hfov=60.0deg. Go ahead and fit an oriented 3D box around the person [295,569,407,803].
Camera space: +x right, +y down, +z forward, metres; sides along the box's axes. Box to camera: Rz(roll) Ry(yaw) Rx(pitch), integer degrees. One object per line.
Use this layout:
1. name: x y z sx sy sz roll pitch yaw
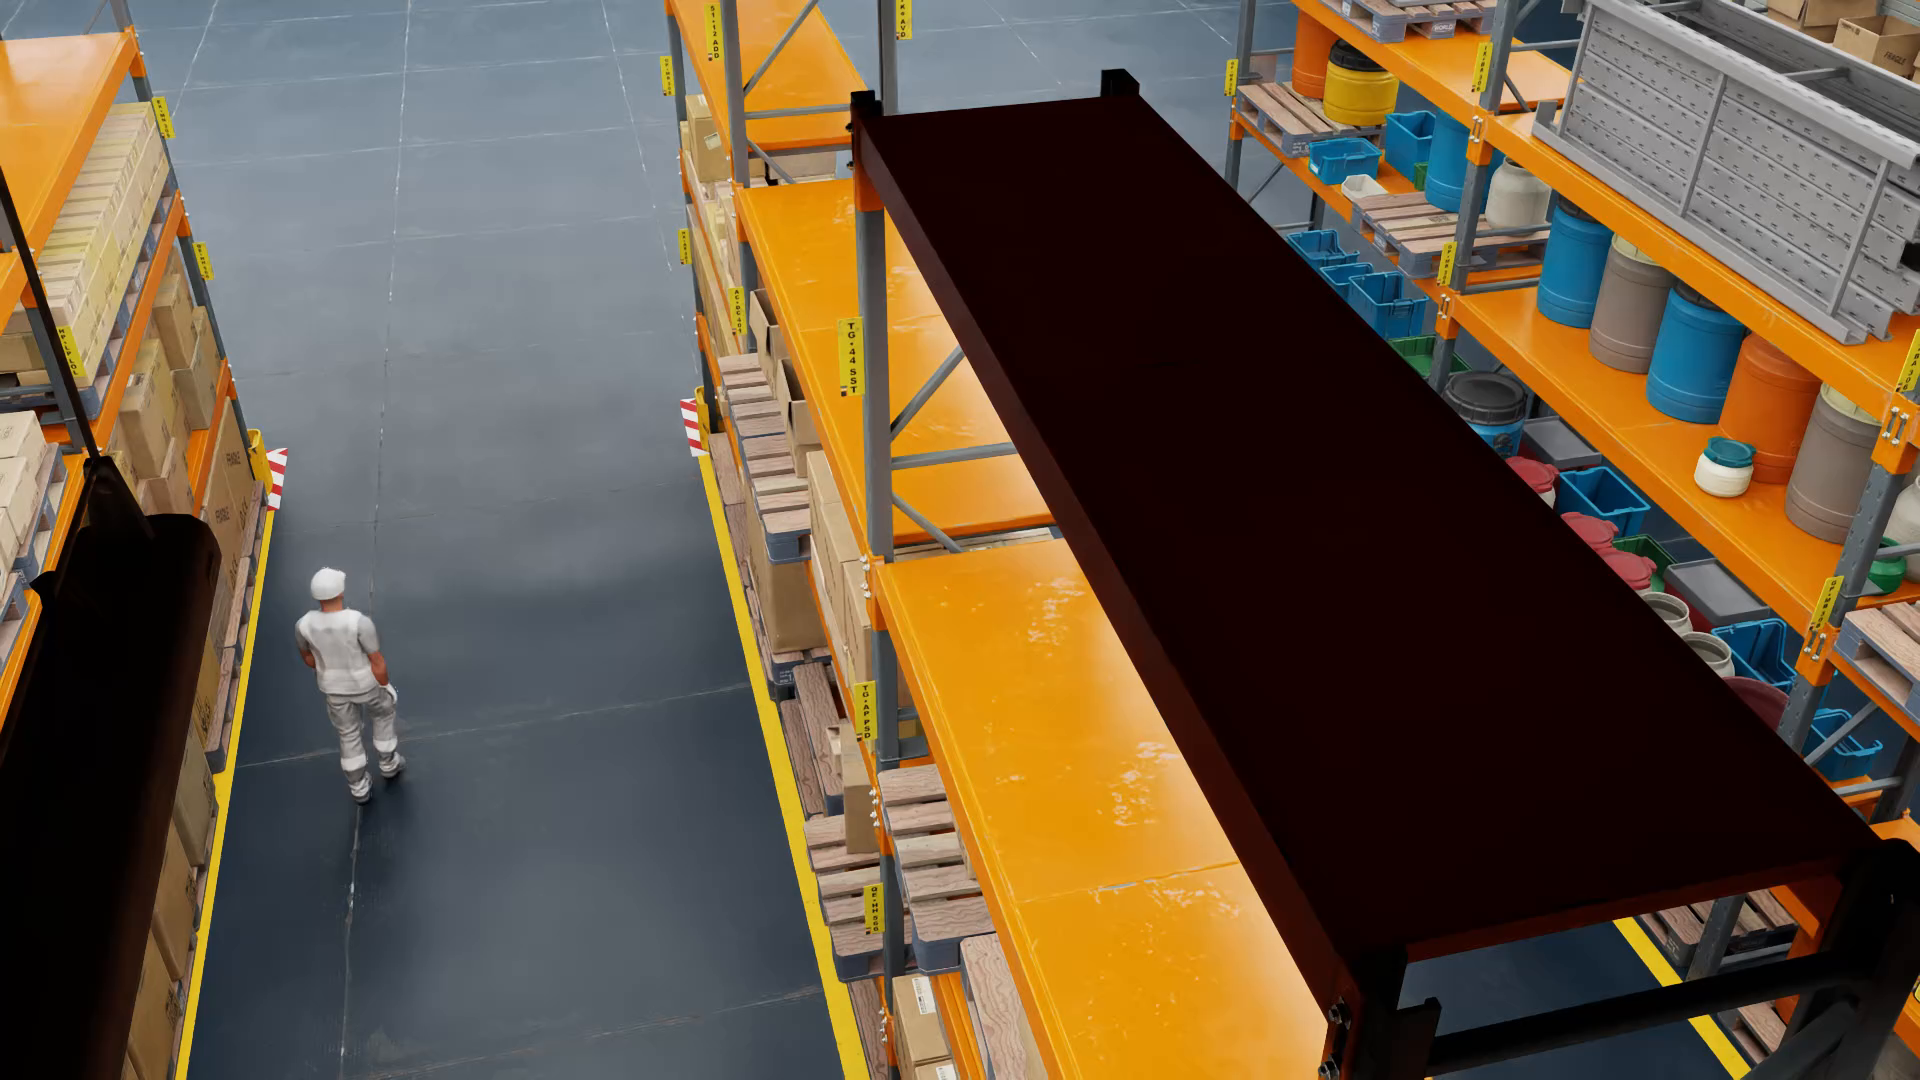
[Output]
1. person: -4.060 0.961 11.145 0.597 1.842 0.535 -1 34 -1
